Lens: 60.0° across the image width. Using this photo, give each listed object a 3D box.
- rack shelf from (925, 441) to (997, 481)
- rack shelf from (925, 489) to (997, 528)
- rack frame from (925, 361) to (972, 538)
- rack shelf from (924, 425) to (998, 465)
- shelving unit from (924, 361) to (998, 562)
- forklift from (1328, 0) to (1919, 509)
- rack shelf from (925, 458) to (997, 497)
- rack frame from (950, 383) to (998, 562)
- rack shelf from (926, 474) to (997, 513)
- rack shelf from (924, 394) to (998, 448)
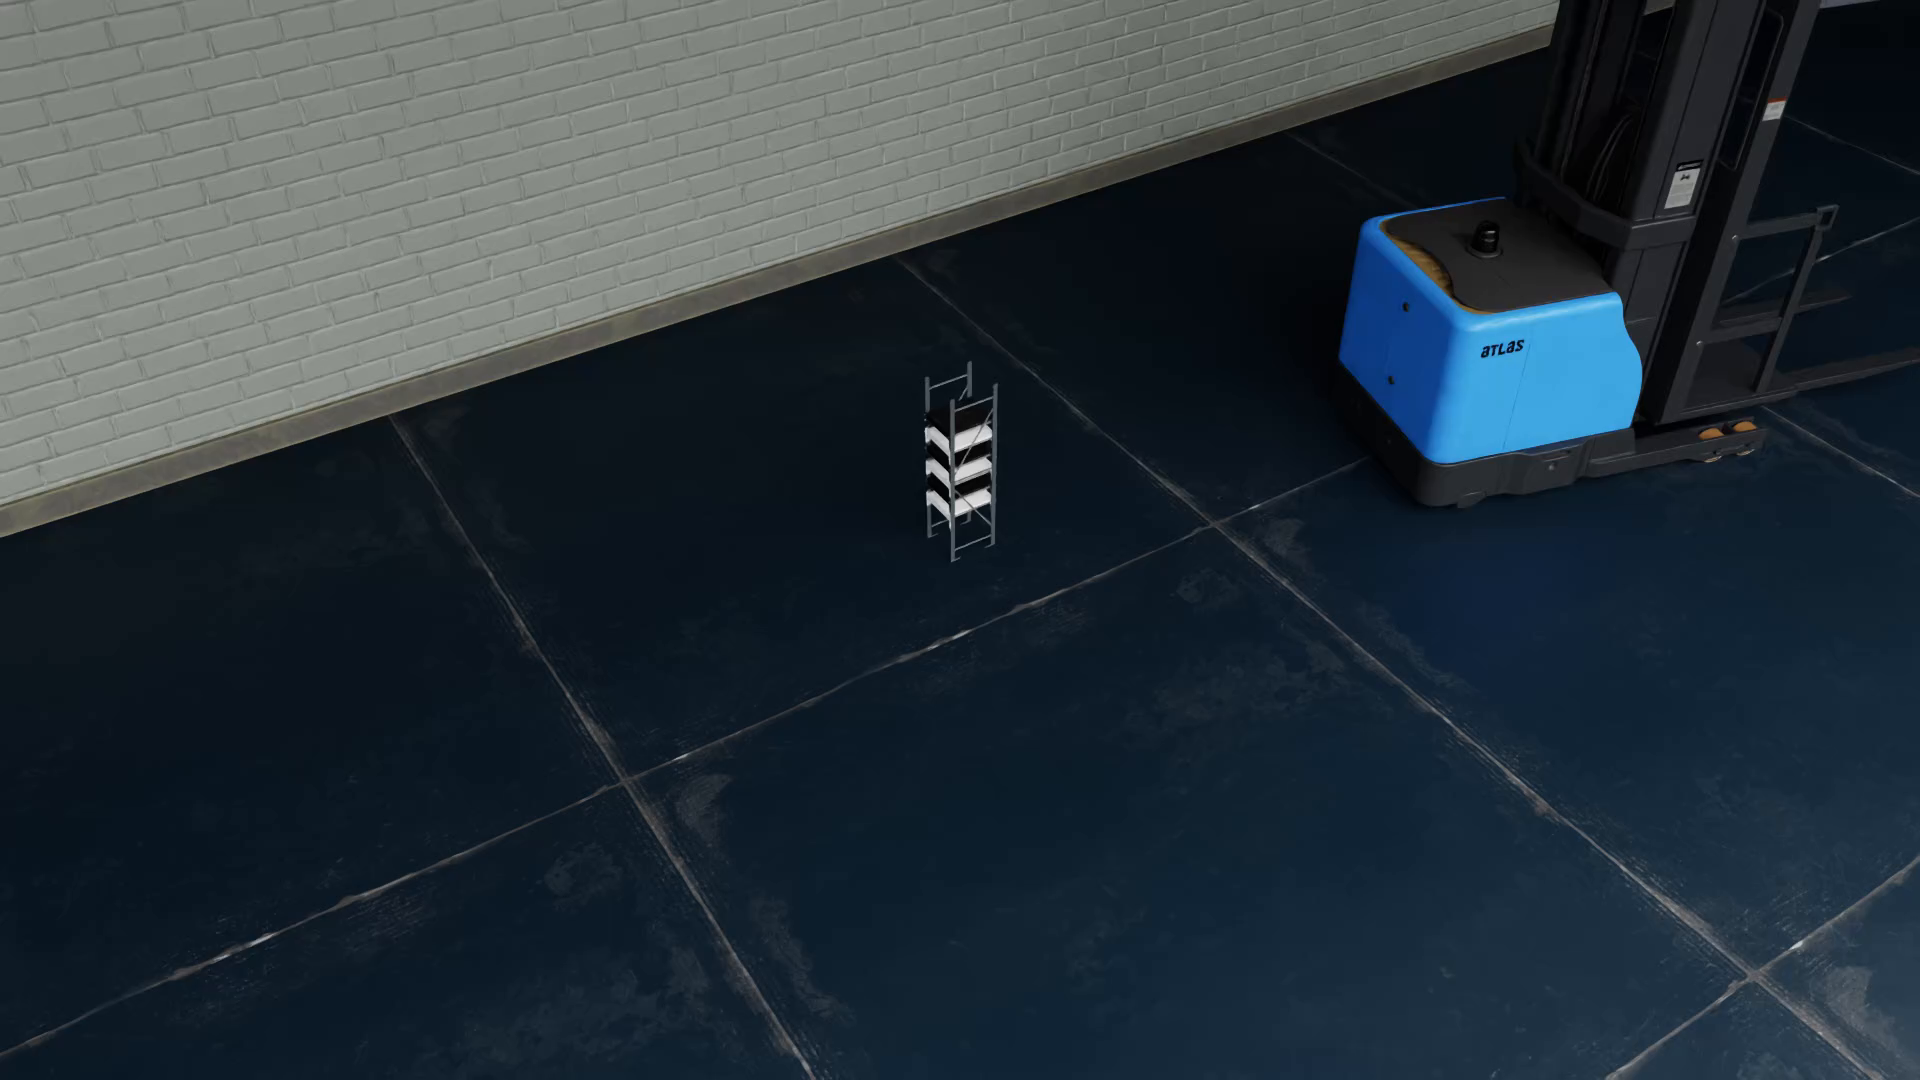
[{"bbox_3d":[0.004,-0.385,7.420,0.258,0.077,0.200,-22,45,-24],"label":"rack shelf"},{"bbox_3d":[0.004,-0.177,7.593,0.258,0.077,0.200,-22,45,-24],"label":"rack shelf"},{"bbox_3d":[-0.050,-0.396,7.523,0.240,0.900,0.006,-22,45,-24],"label":"rack frame"},{"bbox_3d":[0.004,-0.454,7.363,0.258,0.077,0.200,-22,45,-24],"label":"rack shelf"},{"bbox_3d":[0.004,-0.341,7.457,0.258,0.900,0.210,-22,45,-24],"label":"shelving unit"},{"bbox_3d":[3.464,-1.822,7.646,3.031,2.935,1.130,-11,41,-13],"label":"forklift"},{"bbox_3d":[0.004,-0.316,7.478,0.258,0.077,0.200,-22,45,-24],"label":"rack shelf"},{"bbox_3d":[0.059,-0.286,7.391,0.240,0.900,0.006,-22,45,-24],"label":"rack frame"},{"bbox_3d":[0.004,-0.247,7.536,0.258,0.077,0.200,-22,45,-24],"label":"rack shelf"},{"bbox_3d":[0.004,-0.523,7.305,0.258,0.077,0.200,-22,45,-24],"label":"rack shelf"}]
